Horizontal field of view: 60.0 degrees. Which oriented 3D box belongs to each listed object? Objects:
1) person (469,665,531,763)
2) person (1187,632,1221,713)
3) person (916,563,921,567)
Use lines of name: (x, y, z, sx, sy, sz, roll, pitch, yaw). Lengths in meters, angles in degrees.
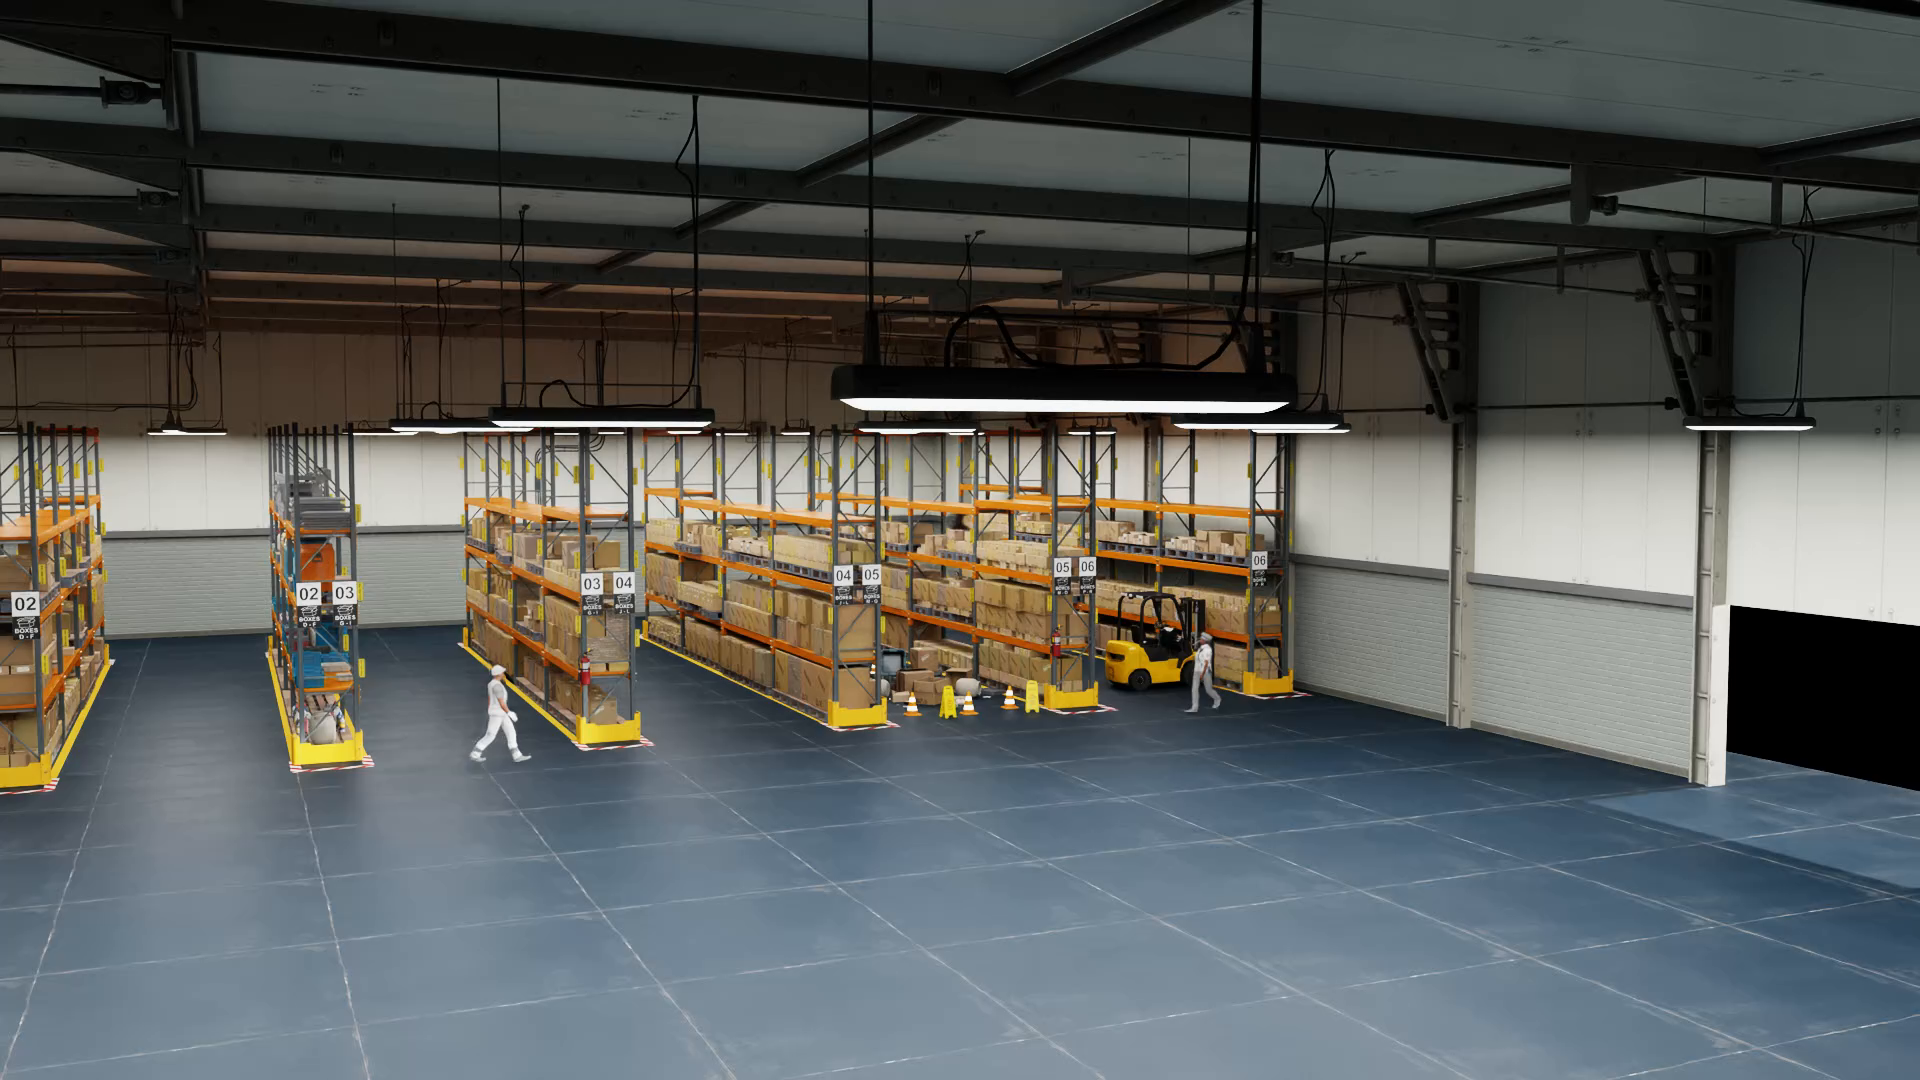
person: (-8.095, 3.070, 29.231, 1.044, 1.750, 0.503, 0, 4, -5)
person: (5.109, 2.754, 34.797, 0.428, 1.664, 0.882, 3, 5, 44)
person: (-1.288, 1.592, 52.966, 0.763, 1.753, 0.589, -2, 4, -27)
